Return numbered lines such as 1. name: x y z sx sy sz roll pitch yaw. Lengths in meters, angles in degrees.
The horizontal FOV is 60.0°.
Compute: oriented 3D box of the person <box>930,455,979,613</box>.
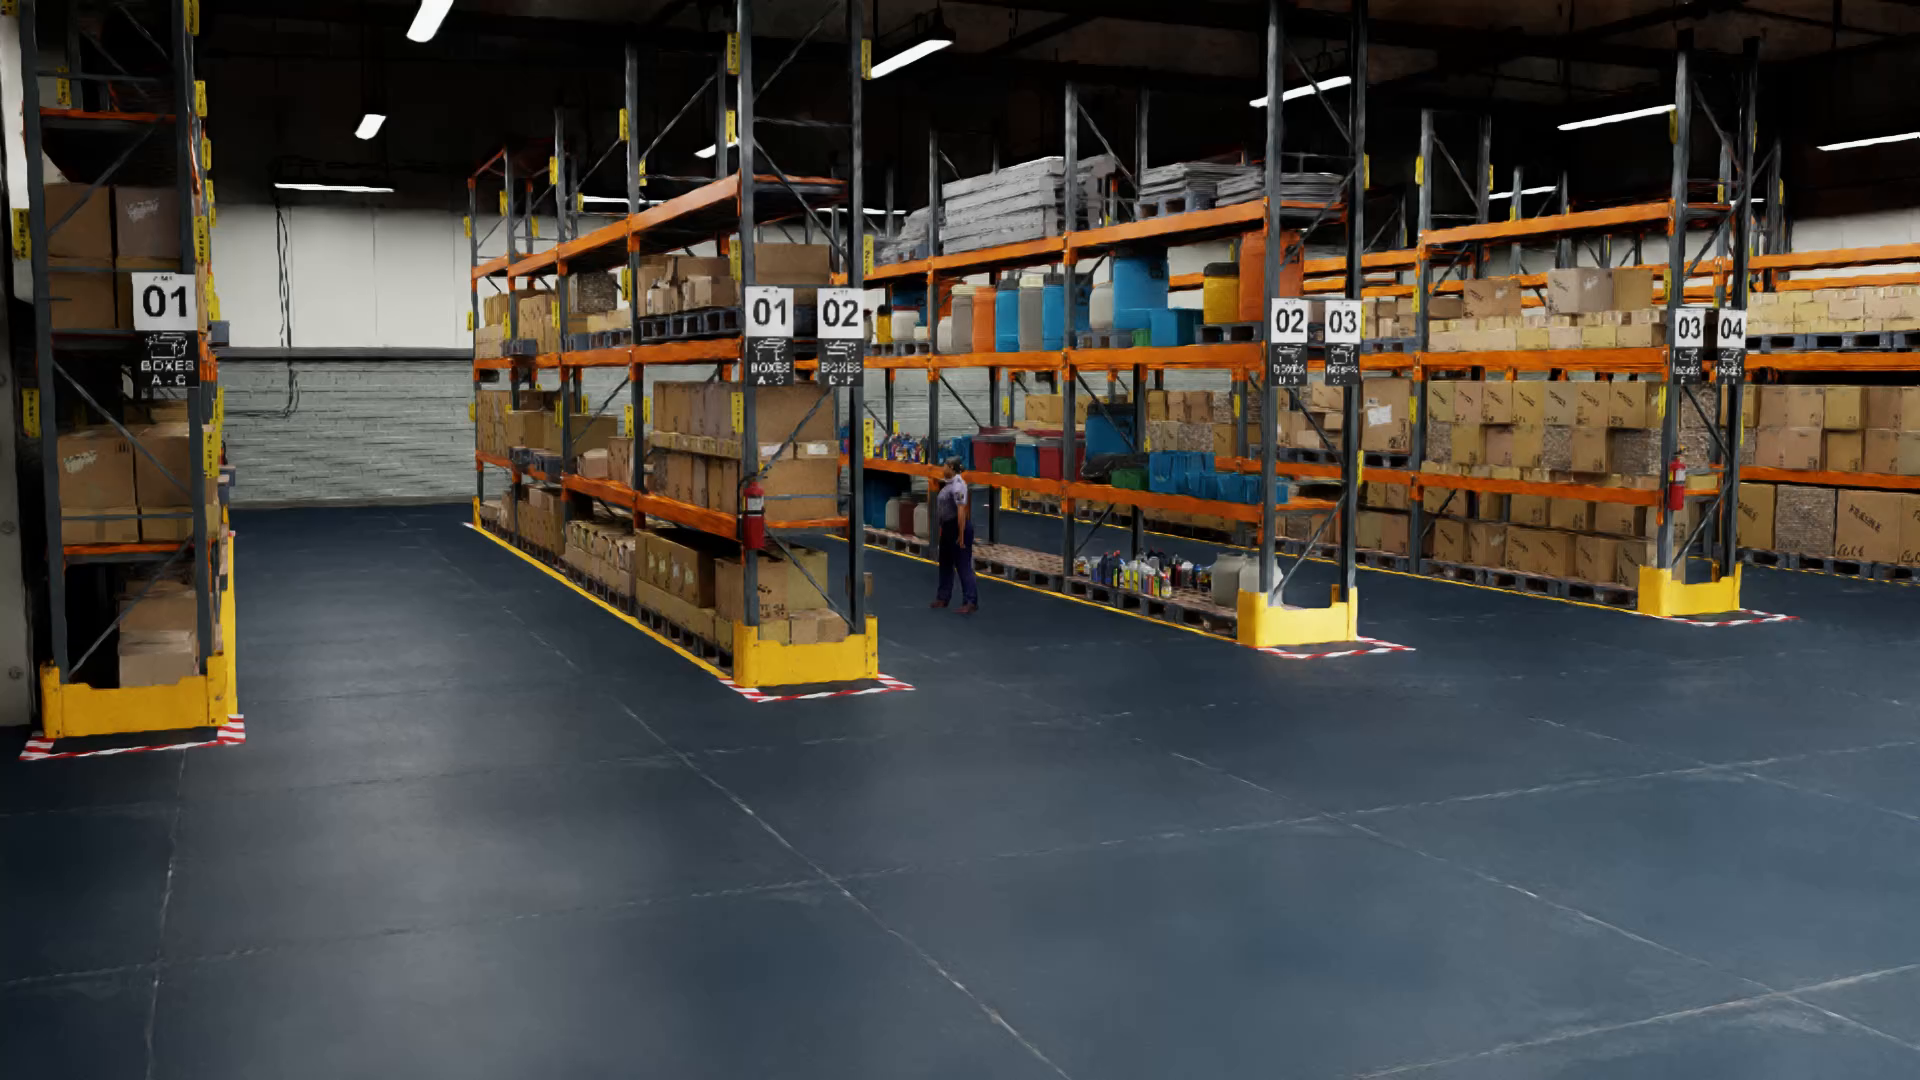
1. person: -0.072 -0.070 17.652 0.485 1.658 0.559 -1 6 -15
